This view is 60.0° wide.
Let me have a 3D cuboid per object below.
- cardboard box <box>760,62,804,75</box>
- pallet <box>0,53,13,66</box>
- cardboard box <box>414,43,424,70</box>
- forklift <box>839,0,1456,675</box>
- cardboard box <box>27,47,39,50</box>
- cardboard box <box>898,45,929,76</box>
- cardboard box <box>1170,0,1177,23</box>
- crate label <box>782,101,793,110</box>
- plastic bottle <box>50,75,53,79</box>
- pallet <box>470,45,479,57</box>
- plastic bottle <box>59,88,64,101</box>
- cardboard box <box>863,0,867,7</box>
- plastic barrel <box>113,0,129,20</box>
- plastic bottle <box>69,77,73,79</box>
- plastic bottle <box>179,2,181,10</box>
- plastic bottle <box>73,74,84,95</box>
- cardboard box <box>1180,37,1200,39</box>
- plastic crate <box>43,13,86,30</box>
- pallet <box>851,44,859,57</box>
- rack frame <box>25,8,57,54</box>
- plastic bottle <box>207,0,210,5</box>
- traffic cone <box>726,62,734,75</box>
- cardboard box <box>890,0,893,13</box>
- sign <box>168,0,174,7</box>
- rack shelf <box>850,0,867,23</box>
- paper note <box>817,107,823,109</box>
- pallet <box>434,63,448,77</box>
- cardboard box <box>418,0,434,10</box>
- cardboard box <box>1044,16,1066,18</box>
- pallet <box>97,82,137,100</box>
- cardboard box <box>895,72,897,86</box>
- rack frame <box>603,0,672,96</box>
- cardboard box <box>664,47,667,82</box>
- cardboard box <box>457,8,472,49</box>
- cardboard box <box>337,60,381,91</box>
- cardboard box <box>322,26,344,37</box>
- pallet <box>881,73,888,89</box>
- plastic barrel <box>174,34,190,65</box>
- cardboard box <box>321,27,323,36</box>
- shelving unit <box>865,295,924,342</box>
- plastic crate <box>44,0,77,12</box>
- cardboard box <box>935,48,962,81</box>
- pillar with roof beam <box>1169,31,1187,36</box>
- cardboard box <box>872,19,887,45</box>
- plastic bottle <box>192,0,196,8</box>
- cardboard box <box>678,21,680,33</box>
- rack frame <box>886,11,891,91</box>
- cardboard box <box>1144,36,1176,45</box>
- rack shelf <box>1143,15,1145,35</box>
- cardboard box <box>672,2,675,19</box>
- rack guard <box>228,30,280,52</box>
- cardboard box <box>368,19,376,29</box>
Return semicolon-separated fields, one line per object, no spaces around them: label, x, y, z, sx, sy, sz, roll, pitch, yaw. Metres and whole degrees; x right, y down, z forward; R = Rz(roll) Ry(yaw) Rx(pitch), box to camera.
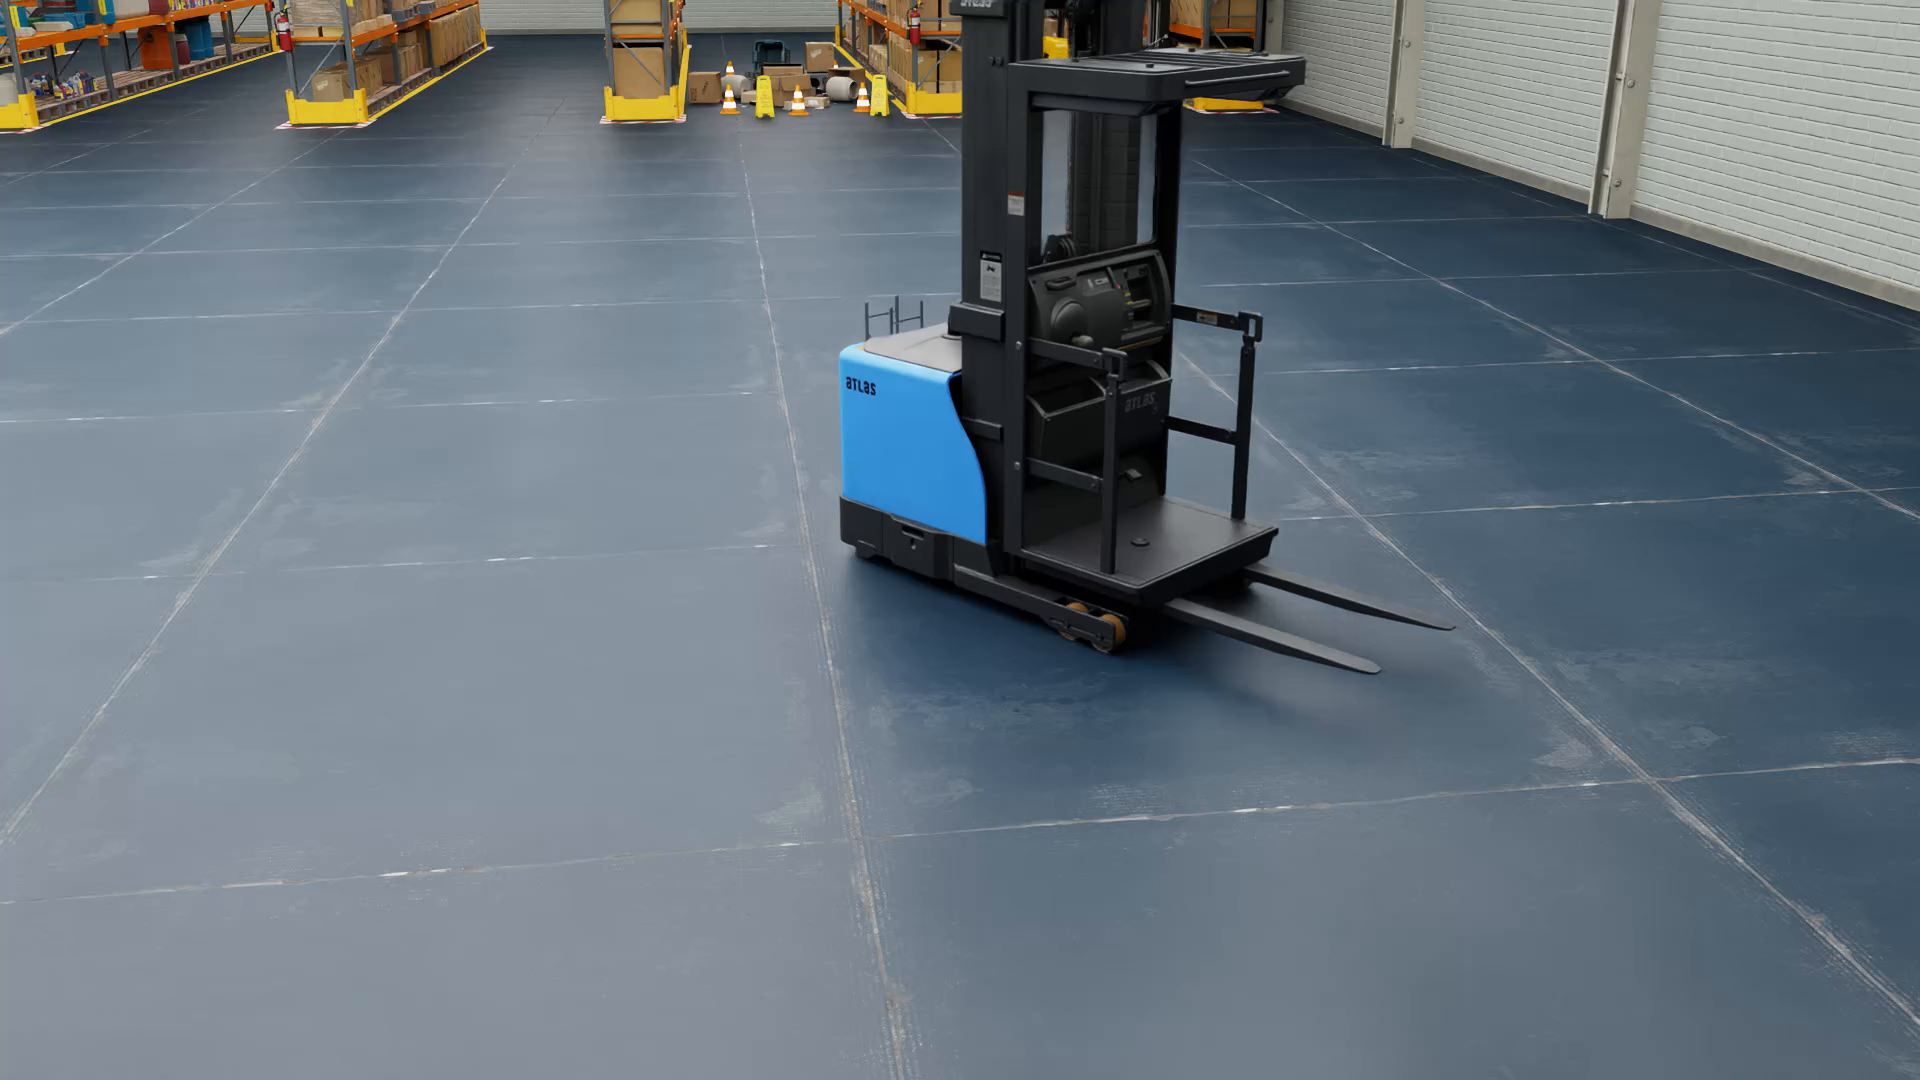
cardboard box;-3.199;-8.286;29.989;0.797;0.637;0.503;-3;21;-8
pallet;-21.735;-10.676;37.000;1.003;0.211;1.213;-3;21;-8
cardboard box;-11.141;-9.663;33.244;0.700;0.500;0.500;-4;21;-11
forklift;0.798;-1.080;7.419;3.031;2.935;1.130;19;27;40
cardboard box;-21.784;-11.542;38.632;0.500;0.250;0.500;-3;21;-8
cardboard box;-0.815;-8.468;29.360;0.500;0.500;0.500;-3;21;-9
cardboard box;4.060;-9.575;29.923;0.500;0.500;0.500;-3;21;-7
crate label;-2.860;-7.427;28.404;0.250;0.136;0.298;-15;25;-35
plastic bottle;-15.791;-7.920;28.887;0.061;0.283;0.133;-3;21;-8
pallet;-12.045;-11.628;39.546;1.003;0.211;1.213;-3;21;-8
plastic bottle;-14.973;-7.413;27.648;0.097;0.201;0.097;0;20;0
cardboard box;-1.780;-11.450;35.300;0.500;0.250;0.500;-4;21;-10
plastic barrel;-15.608;-9.884;30.698;0.433;0.535;0.433;0;20;0
plastic bottle;-15.319;-7.863;28.745;0.152;0.276;0.135;-3;21;-8
plastic bottle;-15.976;-10.930;33.976;0.097;0.201;0.097;0;20;0
plastic bottle;-15.129;-7.802;28.476;0.144;0.351;0.185;-3;21;-8
cardboard box;4.388;-9.267;31.141;0.500;0.250;0.500;-3;21;-9
plastic crate;-15.153;-8.785;28.162;0.499;0.251;0.616;-3;21;-8
pallet;-2.059;-11.704;39.751;1.003;0.211;1.213;-3;21;-8
rack frame;-22.214;-13.130;39.583;1.000;3.000;0.127;-3;21;-8
plastic bottle;-16.306;-11.689;35.902;0.152;0.276;0.135;-3;21;-8
traffic cone;-4.457;-9.041;32.261;0.336;0.463;0.334;-3;21;-8
cardboard box;-0.991;-9.820;30.155;0.500;0.500;0.500;-3;21;-8
sign;-15.615;-10.715;32.885;0.100;0.325;0.005;-3;21;-8
rack shelf;-1.739;-11.714;36.820;1.077;0.370;4.000;-3;21;-8
paper note;-2.403;-7.424;28.551;0.148;0.019;0.142;-11;23;-26
pallet;-11.296;-9.829;34.731;1.003;0.211;1.213;-3;21;-8
cardboard box;-11.058;-11.087;33.971;0.500;0.500;0.500;-2;21;-6
cardboard box;2.302;-13.190;42.713;0.797;0.503;0.637;-4;21;-10
pallet;-15.733;-8.187;30.335;1.003;0.211;1.213;-3;21;-8
cardboard box;-0.889;-8.296;29.971;0.500;0.250;0.500;-3;21;-8
rack frame;-5.181;-8.304;26.662;1.000;3.000;0.127;-3;21;-8
cardboard box;-5.603;-8.357;29.240;0.875;0.875;0.875;-3;21;-7
cardboard box;-11.979;-11.989;38.965;0.875;0.875;0.875;-3;21;-8
cardboard box;-10.572;-8.161;29.251;0.500;0.500;0.500;4;21;9
cardboard box;-9.909;-8.082;26.426;0.380;0.149;0.250;-3;21;-8
pallet;-0.988;-8.937;32.341;1.003;0.211;1.213;-3;21;-8
plastic barrel;-16.408;-10.235;34.679;0.600;0.588;0.708;-3;21;-8
cardboard box;-10.385;-8.146;26.598;0.380;0.149;0.250;-3;21;-8
shelving unit;-0.341;-0.669;8.793;0.189;1.200;0.258;19;27;40
plastic crate;-15.954;-9.406;29.521;0.402;0.464;0.583;-3;21;-8
cardboard box;-0.144;-8.150;28.507;0.500;0.500;0.500;-4;21;-10
pillar with roof beam;0.281;-13.797;32.796;9.100;9.000;0.400;-3;21;-8
cardboard box;-1.468;-10.803;35.790;0.875;0.875;0.875;-3;21;-8
plastic bottle;-16.101;-11.313;34.885;0.061;0.283;0.133;-3;21;-8
cardboard box;-6.402;-11.230;36.396;0.500;0.250;0.500;-4;21;-10
rack frame;-0.874;-9.973;31.132;1.000;3.000;0.127;-3;21;-8
cardboard box;3.797;-9.419;31.547;0.500;0.250;0.500;-3;21;-9
rack shelf;3.749;-10.580;33.785;1.077;0.370;4.000;-3;21;-8
cardboard box;-5.567;-9.931;30.876;0.500;0.500;0.500;-3;21;-7
rack guard;-17.328;-12.215;40.707;1.175;0.500;0.348;-3;21;-8
cardboard box;-10.157;-8.776;28.285;0.380;0.149;0.250;-3;21;-8
